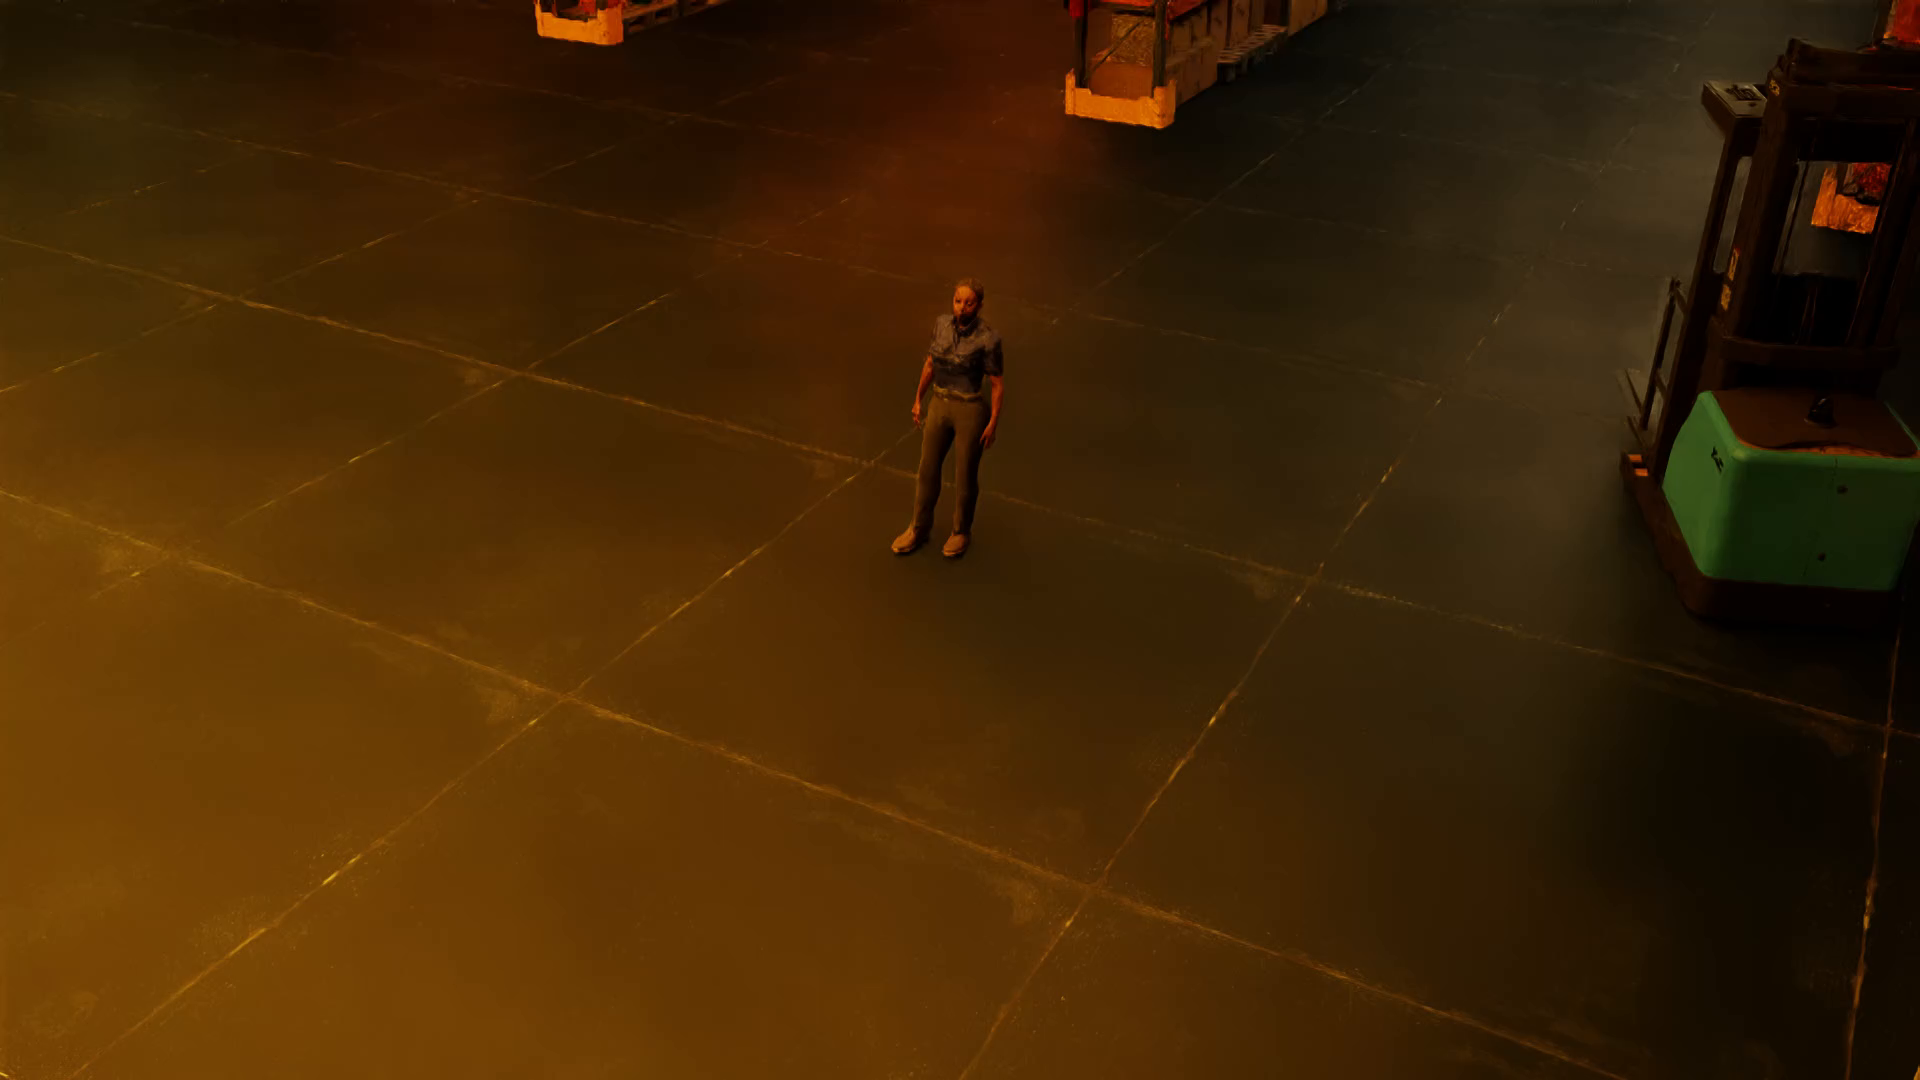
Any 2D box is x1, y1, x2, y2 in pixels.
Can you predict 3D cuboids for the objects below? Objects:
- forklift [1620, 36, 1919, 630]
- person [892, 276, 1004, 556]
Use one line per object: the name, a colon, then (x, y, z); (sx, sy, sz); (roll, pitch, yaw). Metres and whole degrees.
forklift: (4.765, -1.499, 9.667); (1.130, 2.935, 3.031); (4, 30, 8)
person: (-0.060, -0.689, 9.528); (0.570, 1.654, 0.503); (15, 33, 25)
